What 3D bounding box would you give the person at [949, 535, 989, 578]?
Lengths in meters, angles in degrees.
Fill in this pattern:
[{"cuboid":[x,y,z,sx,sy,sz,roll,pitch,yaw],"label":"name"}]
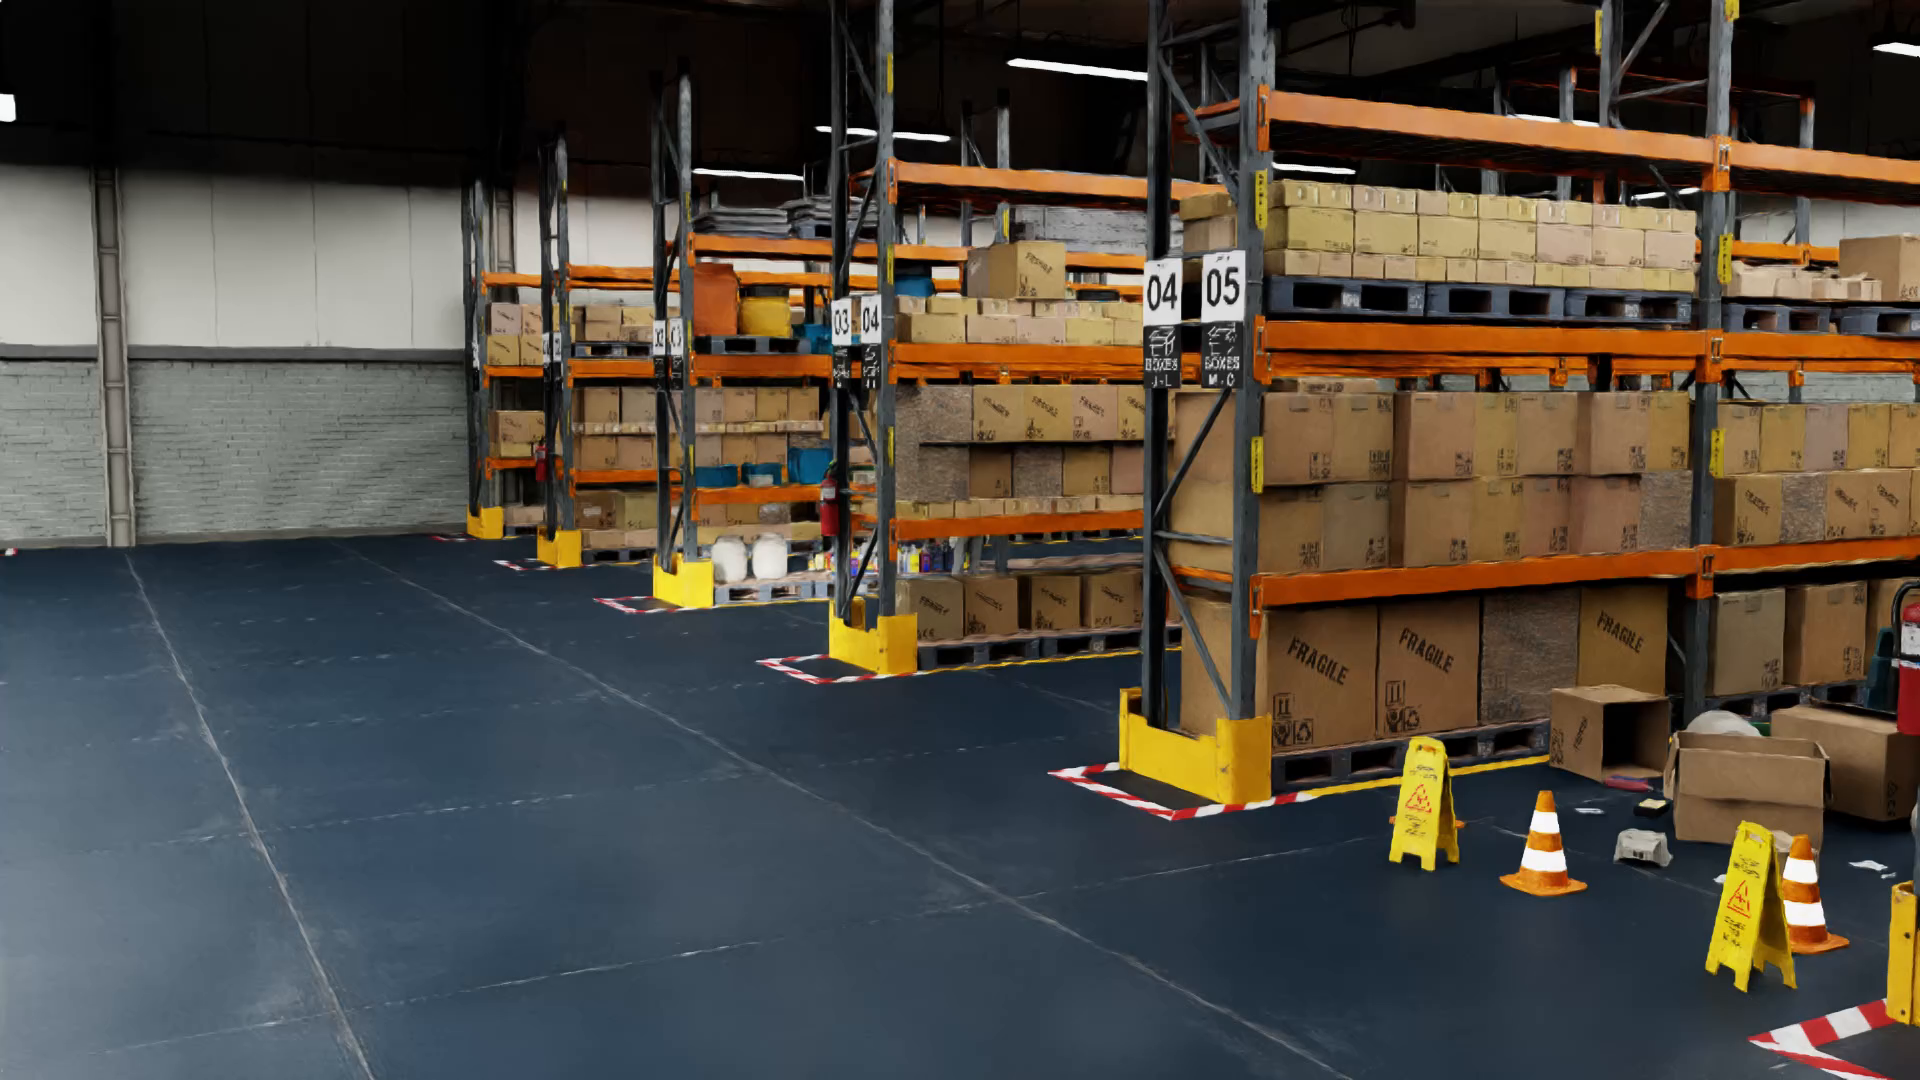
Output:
[{"cuboid":[0.086,-0.090,18.159,0.545,1.687,0.344,-4,6,-37],"label":"person"}]
